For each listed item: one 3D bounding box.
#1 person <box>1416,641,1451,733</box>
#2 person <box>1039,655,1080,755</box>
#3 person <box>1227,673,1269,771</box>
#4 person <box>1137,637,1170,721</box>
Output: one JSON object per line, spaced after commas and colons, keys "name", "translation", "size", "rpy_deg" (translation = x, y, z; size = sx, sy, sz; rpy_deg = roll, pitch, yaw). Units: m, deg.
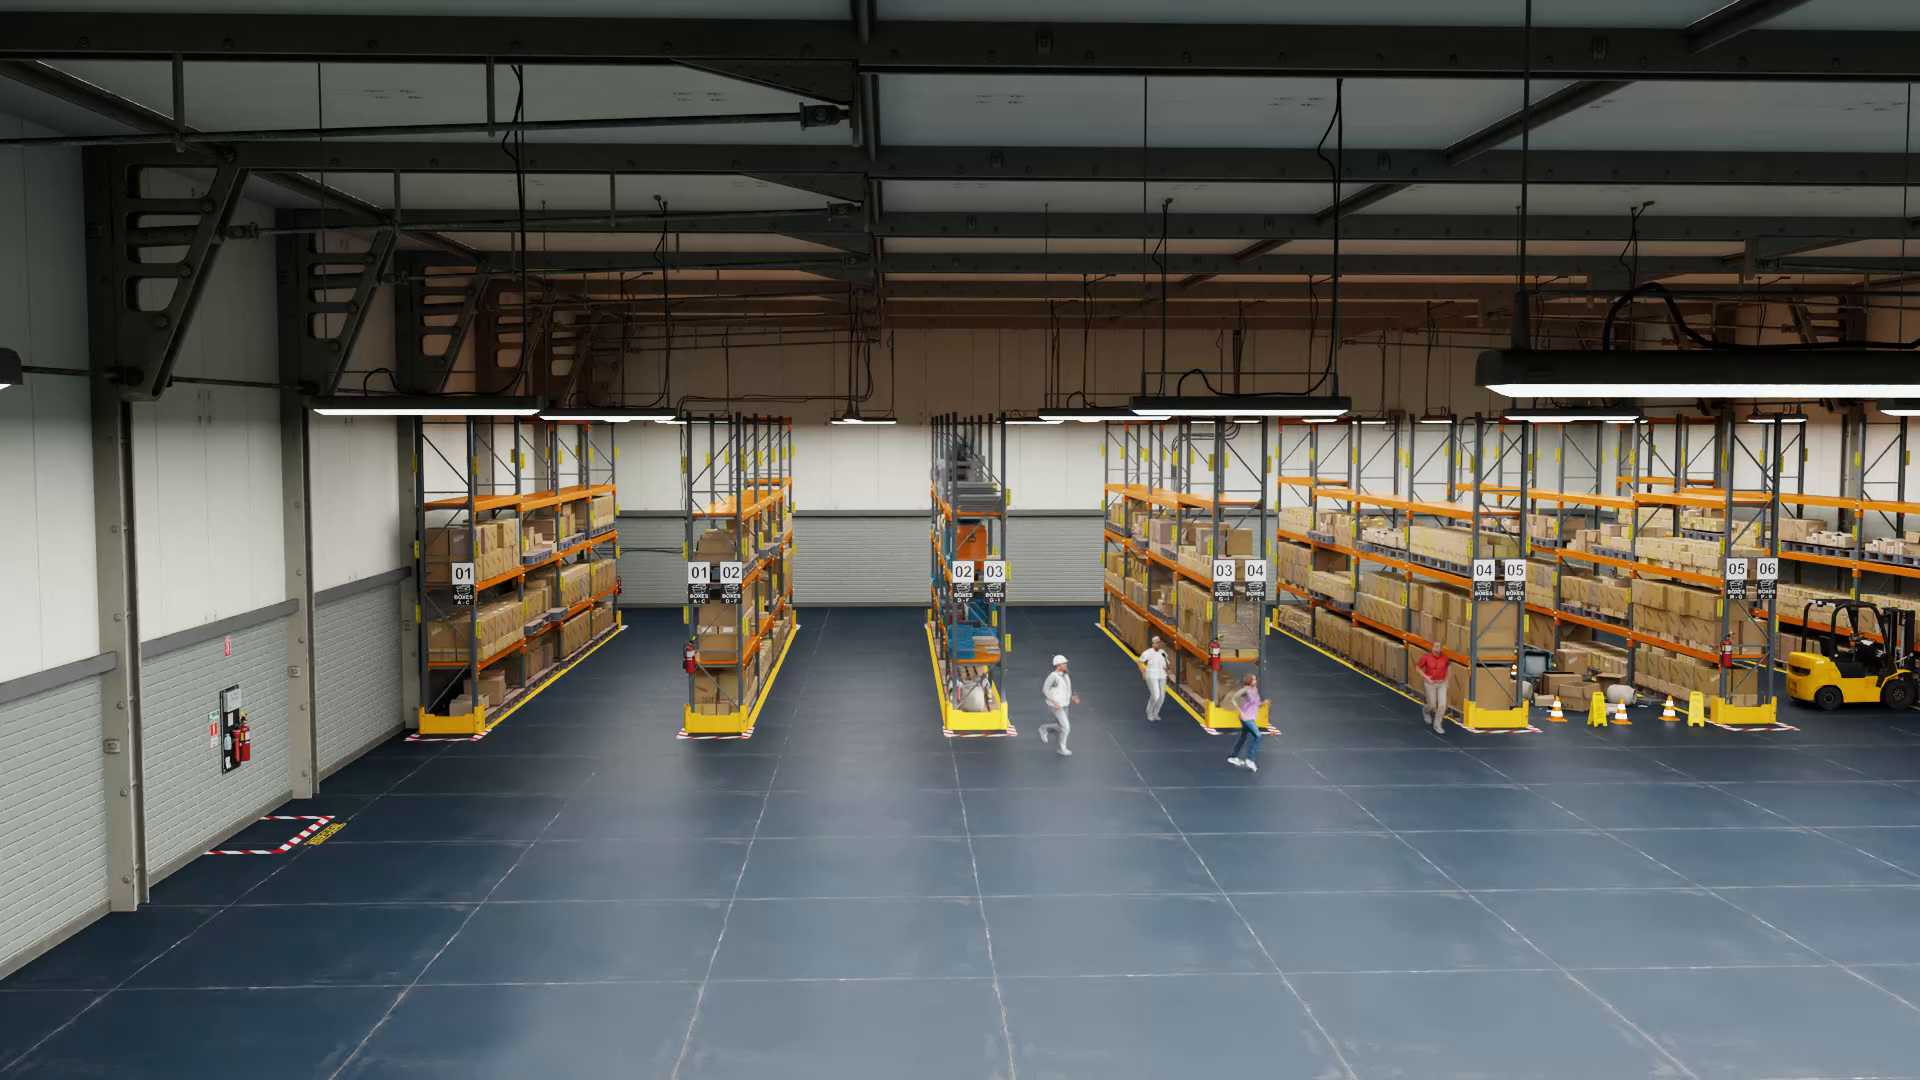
{"name": "person", "translation": [8.951, 2.755, 31.379], "size": [0.700, 1.710, 0.682], "rpy_deg": [0, 4, -6]}
{"name": "person", "translation": [1.663, 2.880, 29.205], "size": [0.753, 1.734, 0.646], "rpy_deg": [3, 5, 33]}
{"name": "person", "translation": [4.834, 3.040, 27.866], "size": [0.701, 1.641, 0.506], "rpy_deg": [2, 4, 29]}
{"name": "person", "translation": [3.820, 2.704, 32.322], "size": [0.585, 1.640, 0.583], "rpy_deg": [-1, 4, -19]}
